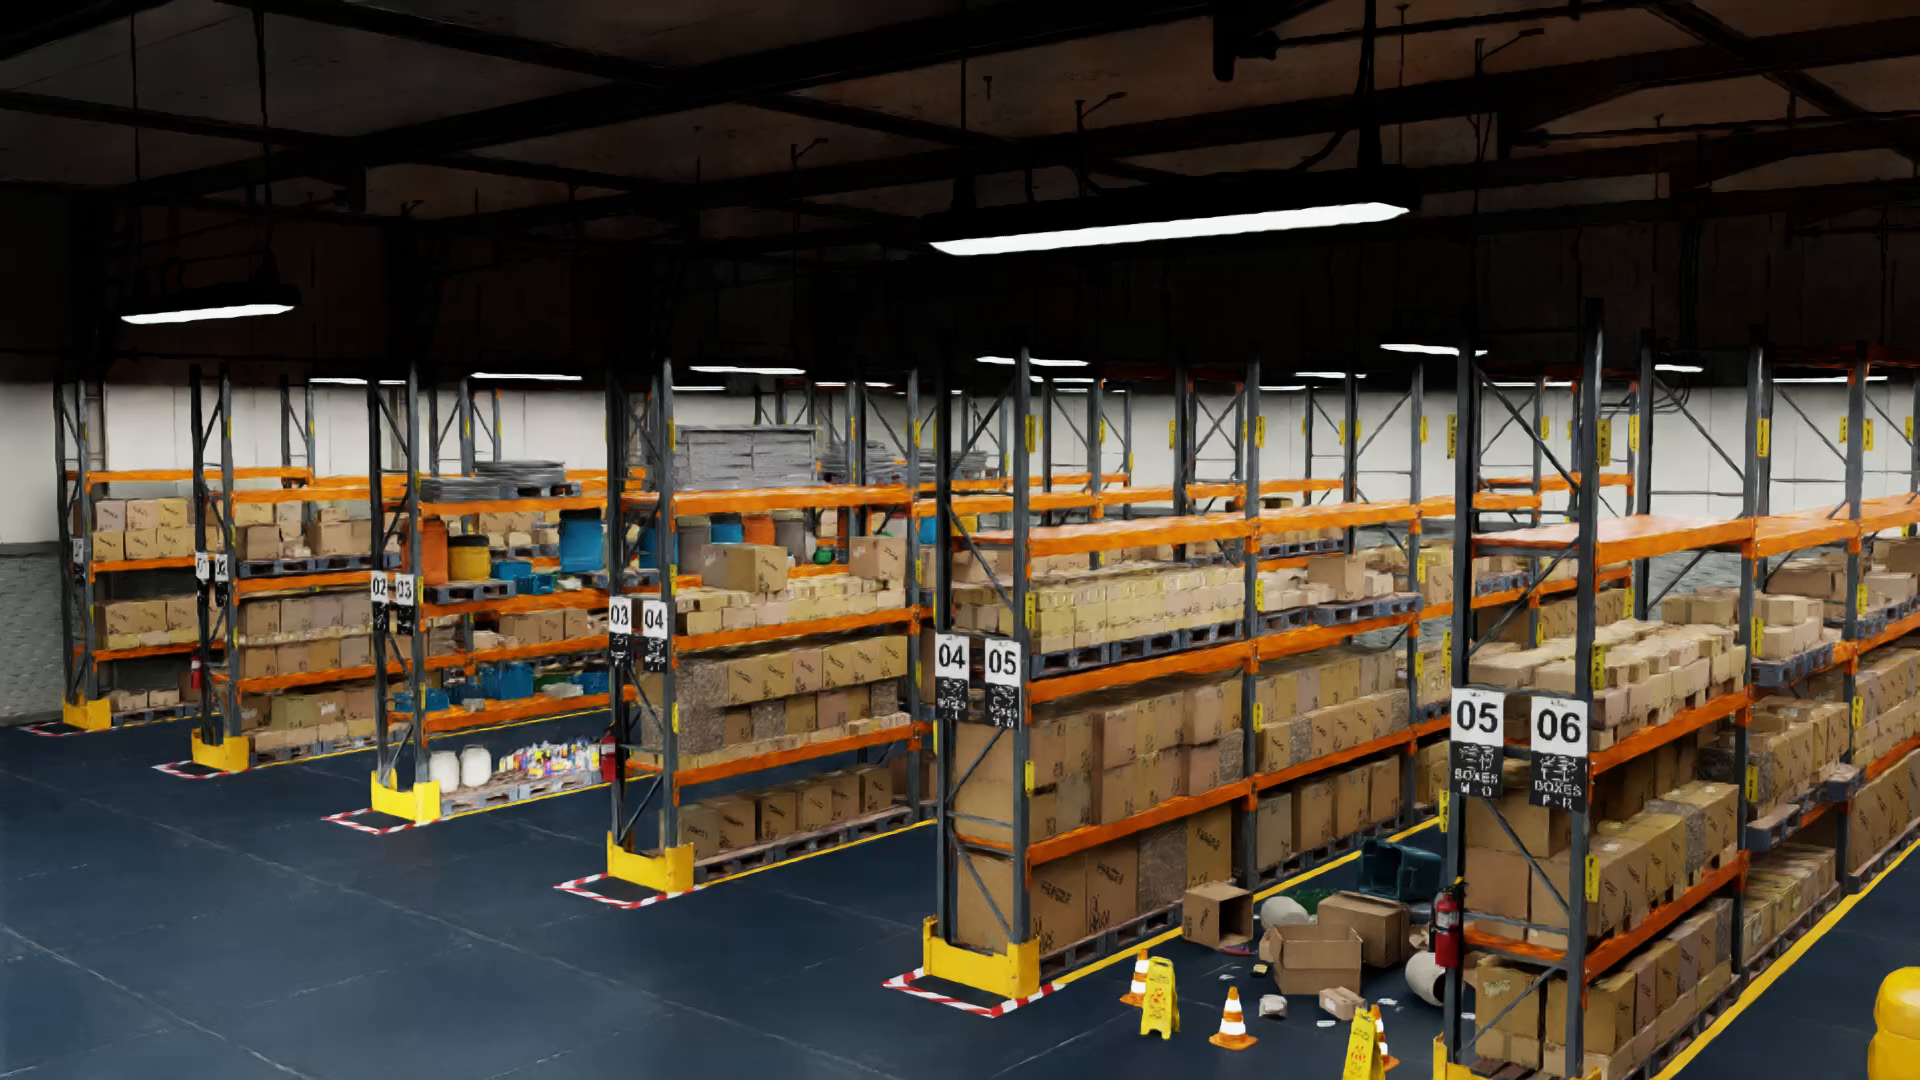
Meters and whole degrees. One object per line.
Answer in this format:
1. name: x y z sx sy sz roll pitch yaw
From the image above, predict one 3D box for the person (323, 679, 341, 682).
1. person: -10.587 2.346 27.961 0.639 1.620 0.512 3 5 40
